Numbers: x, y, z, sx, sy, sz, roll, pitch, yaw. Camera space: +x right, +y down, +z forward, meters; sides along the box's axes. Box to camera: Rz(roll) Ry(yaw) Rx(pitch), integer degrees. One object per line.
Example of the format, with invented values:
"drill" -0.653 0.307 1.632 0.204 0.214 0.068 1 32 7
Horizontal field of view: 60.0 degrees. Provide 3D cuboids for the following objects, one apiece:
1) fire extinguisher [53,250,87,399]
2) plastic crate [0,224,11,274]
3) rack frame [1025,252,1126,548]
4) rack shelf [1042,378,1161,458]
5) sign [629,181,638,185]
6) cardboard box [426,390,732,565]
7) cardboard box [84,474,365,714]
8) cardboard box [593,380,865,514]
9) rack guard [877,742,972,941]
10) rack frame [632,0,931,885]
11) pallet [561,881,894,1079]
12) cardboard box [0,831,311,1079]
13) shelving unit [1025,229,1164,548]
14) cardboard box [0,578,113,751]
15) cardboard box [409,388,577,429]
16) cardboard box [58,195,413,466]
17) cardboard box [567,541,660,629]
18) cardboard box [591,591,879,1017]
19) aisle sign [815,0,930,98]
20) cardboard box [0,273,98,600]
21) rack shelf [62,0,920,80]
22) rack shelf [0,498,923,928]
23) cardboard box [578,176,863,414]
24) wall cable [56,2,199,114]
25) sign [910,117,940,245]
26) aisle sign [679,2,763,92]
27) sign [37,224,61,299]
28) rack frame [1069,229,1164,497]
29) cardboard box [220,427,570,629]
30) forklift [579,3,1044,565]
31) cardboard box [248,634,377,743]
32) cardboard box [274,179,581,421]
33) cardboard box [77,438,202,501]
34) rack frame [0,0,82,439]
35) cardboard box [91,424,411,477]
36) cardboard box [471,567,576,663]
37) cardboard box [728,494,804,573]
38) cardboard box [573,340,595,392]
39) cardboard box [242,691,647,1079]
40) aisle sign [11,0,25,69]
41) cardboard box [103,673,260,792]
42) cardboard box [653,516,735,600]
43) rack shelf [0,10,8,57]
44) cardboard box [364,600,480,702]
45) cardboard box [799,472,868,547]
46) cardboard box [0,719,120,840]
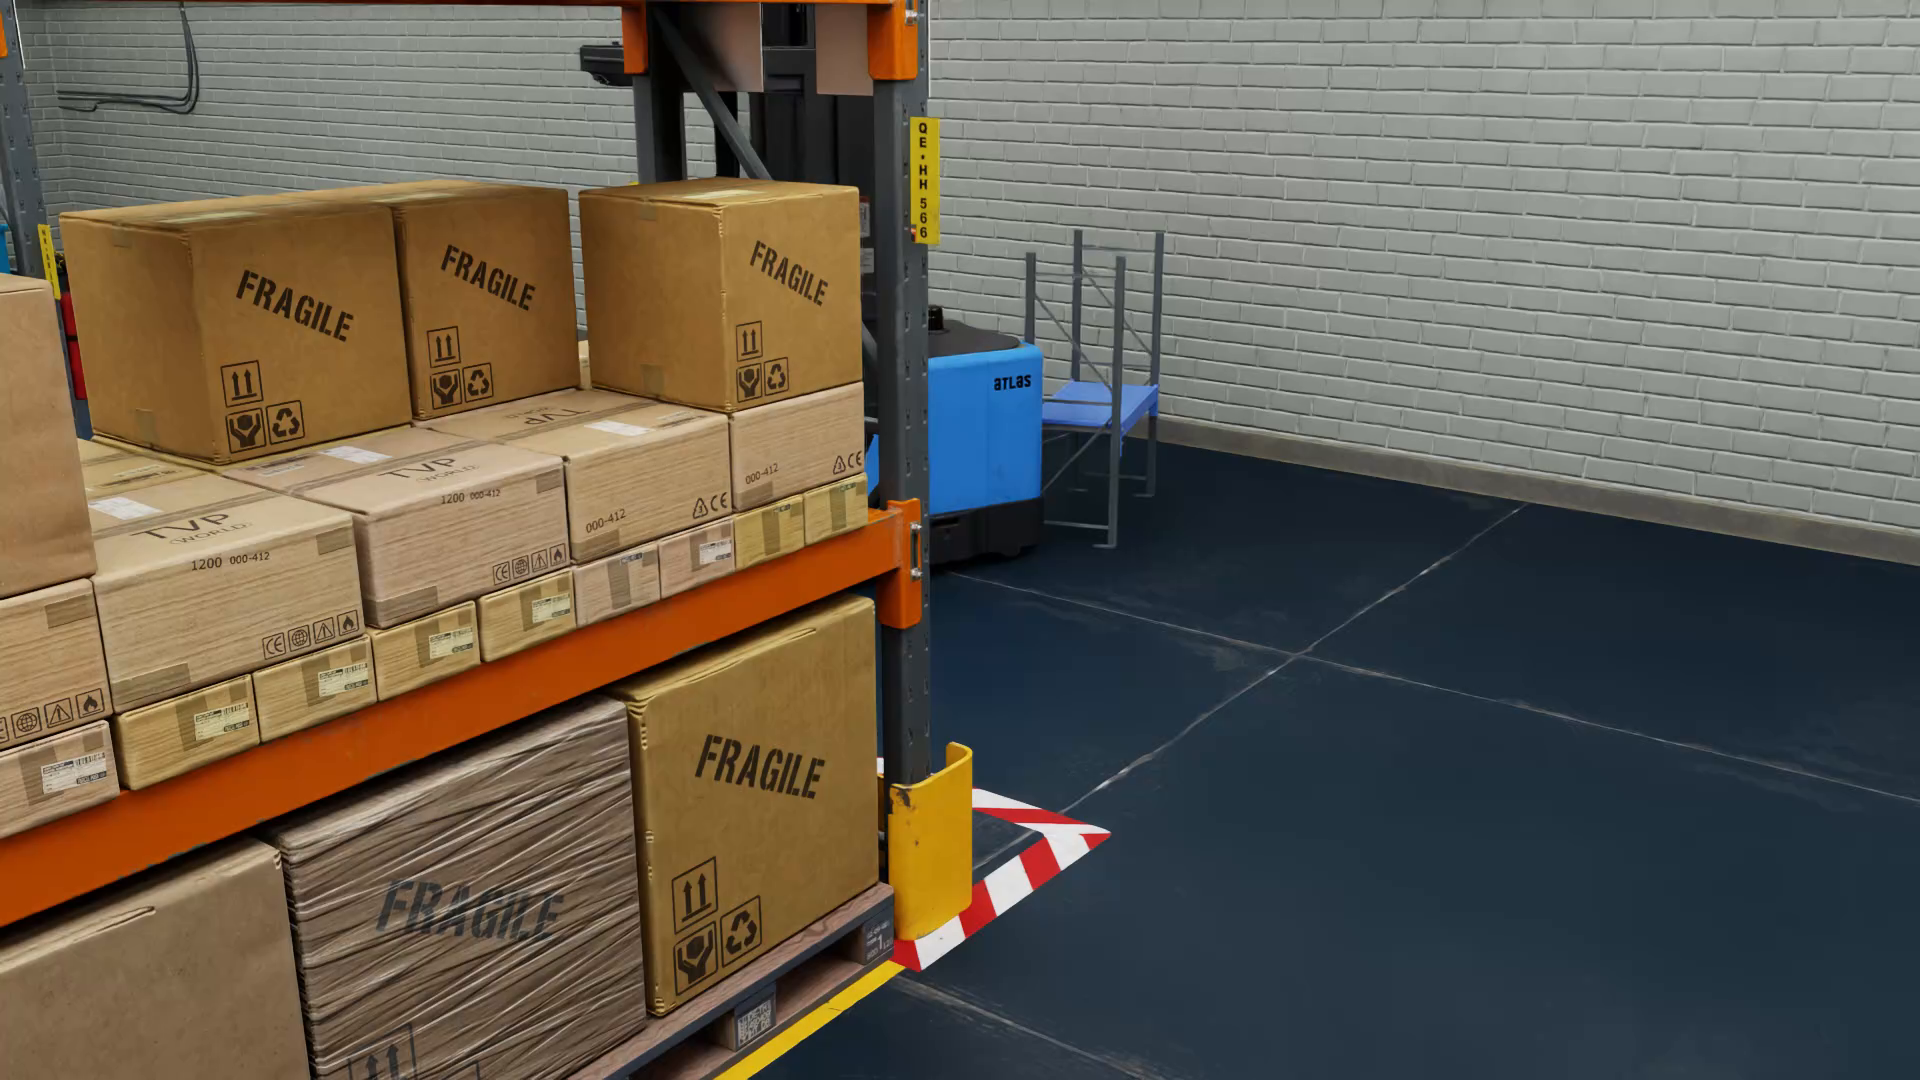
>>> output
"fire extinguisher" -4.045 -0.992 7.640 0.296 0.674 0.183 12 21 35
"plastic crate" -4.549 -1.184 7.339 0.616 0.435 0.499 12 21 35
"rack frame" 0.572 -0.699 8.466 0.500 1.500 0.032 5 18 17
"rack shelf" 0.724 -0.671 8.983 0.538 0.185 1.000 5 18 17
"sign" -0.964 -0.927 5.078 0.100 0.325 0.005 12 21 35
"cardboard box" -0.901 -0.164 3.965 0.500 0.250 0.500 12 21 34
"cardboard box" -1.511 0.082 3.172 0.500 0.250 0.500 12 21 35
"cardboard box" -0.598 -0.284 4.353 0.500 0.250 0.500 12 21 34
"rack guard" -0.508 0.812 5.287 1.175 0.500 0.348 12 21 35
"rack frame" -0.522 -0.376 4.898 1.000 3.000 0.127 12 21 35
"pallet" -0.936 1.160 4.654 1.003 0.211 1.213 12 21 35
"cardboard box" -1.912 1.033 3.234 0.875 0.875 0.875 12 21 35
"shelving unit" 0.724 -0.843 8.929 0.538 1.500 1.048 5 18 17
"cardboard box" -1.811 0.198 2.799 0.500 0.250 0.500 13 22 36
"cardboard box" -1.329 -0.255 4.259 0.500 0.250 0.500 12 21 34
"cardboard box" -1.627 -0.495 3.766 0.500 0.500 0.500 12 21 33
"cardboard box" -0.924 0.068 3.891 0.380 0.149 0.250 13 21 36
"cardboard box" -0.839 0.604 4.614 0.875 0.875 0.875 12 21 35
"aisle sign" -0.238 -1.582 4.397 0.394 0.787 0.004 12 21 35
"cardboard box" -1.809 -0.162 2.694 0.500 0.500 0.500 12 21 33
"rack shelf" -1.714 -0.989 3.026 1.077 0.370 4.000 12 21 35
"rack shelf" -1.714 0.444 3.471 1.077 0.370 4.000 12 21 35
"cardboard box" -0.601 -0.642 4.242 0.500 0.500 0.500 13 21 35
"wall cable" -8.799 -5.668 17.059 3.097 2.526 0.112 12 21 35
"sign" -0.095 -0.943 4.372 0.100 0.325 0.005 12 21 35
"aisle sign" -0.720 -1.688 4.738 0.394 0.787 0.004 12 21 35
"sign" -4.048 -1.236 7.392 0.100 0.325 0.005 12 21 35
"rack frame" 0.875 -0.987 9.393 0.500 1.500 0.032 5 18 17
"cardboard box" -1.203 -0.043 3.574 0.500 0.250 0.500 12 21 33
"forklift" -1.111 -1.236 7.781 3.031 2.935 1.130 -10 20 -28
"cardboard box" -1.381 0.251 3.302 0.380 0.149 0.250 13 21 36
"cardboard box" -1.323 -0.619 4.167 0.500 0.500 0.500 12 21 33
"cardboard box" -1.938 -0.011 3.473 0.500 0.250 0.500 12 21 34
"rack frame" -4.500 -1.252 7.716 1.000 3.000 0.127 12 21 35
"cardboard box" -1.632 -0.136 3.876 0.500 0.250 0.500 12 21 33
"cardboard box" -1.077 0.130 3.691 0.380 0.149 0.250 12 21 33
"cardboard box" -0.623 -0.051 4.274 0.380 0.149 0.250 13 21 35
"cardboard box" -1.025 -0.380 4.662 0.500 0.250 0.500 12 21 33
"cardboard box" -1.381 0.821 3.916 0.875 0.875 0.875 12 21 35
"aisle sign" -4.222 -2.458 7.219 0.394 0.787 0.004 12 21 35
"cardboard box" -1.535 0.313 3.101 0.380 0.149 0.250 12 21 33
"cardboard box" -0.775 0.009 4.081 0.380 0.149 0.250 12 21 35
"rack shelf" -5.692 -1.864 5.844 1.077 0.370 4.000 12 21 35
"cardboard box" -1.231 0.192 3.491 0.380 0.149 0.250 13 21 35
"cardboard box" -0.470 -0.113 4.475 0.380 0.149 0.250 13 21 36
"cardboard box" -1.690 0.376 2.899 0.380 0.149 0.250 13 21 35
